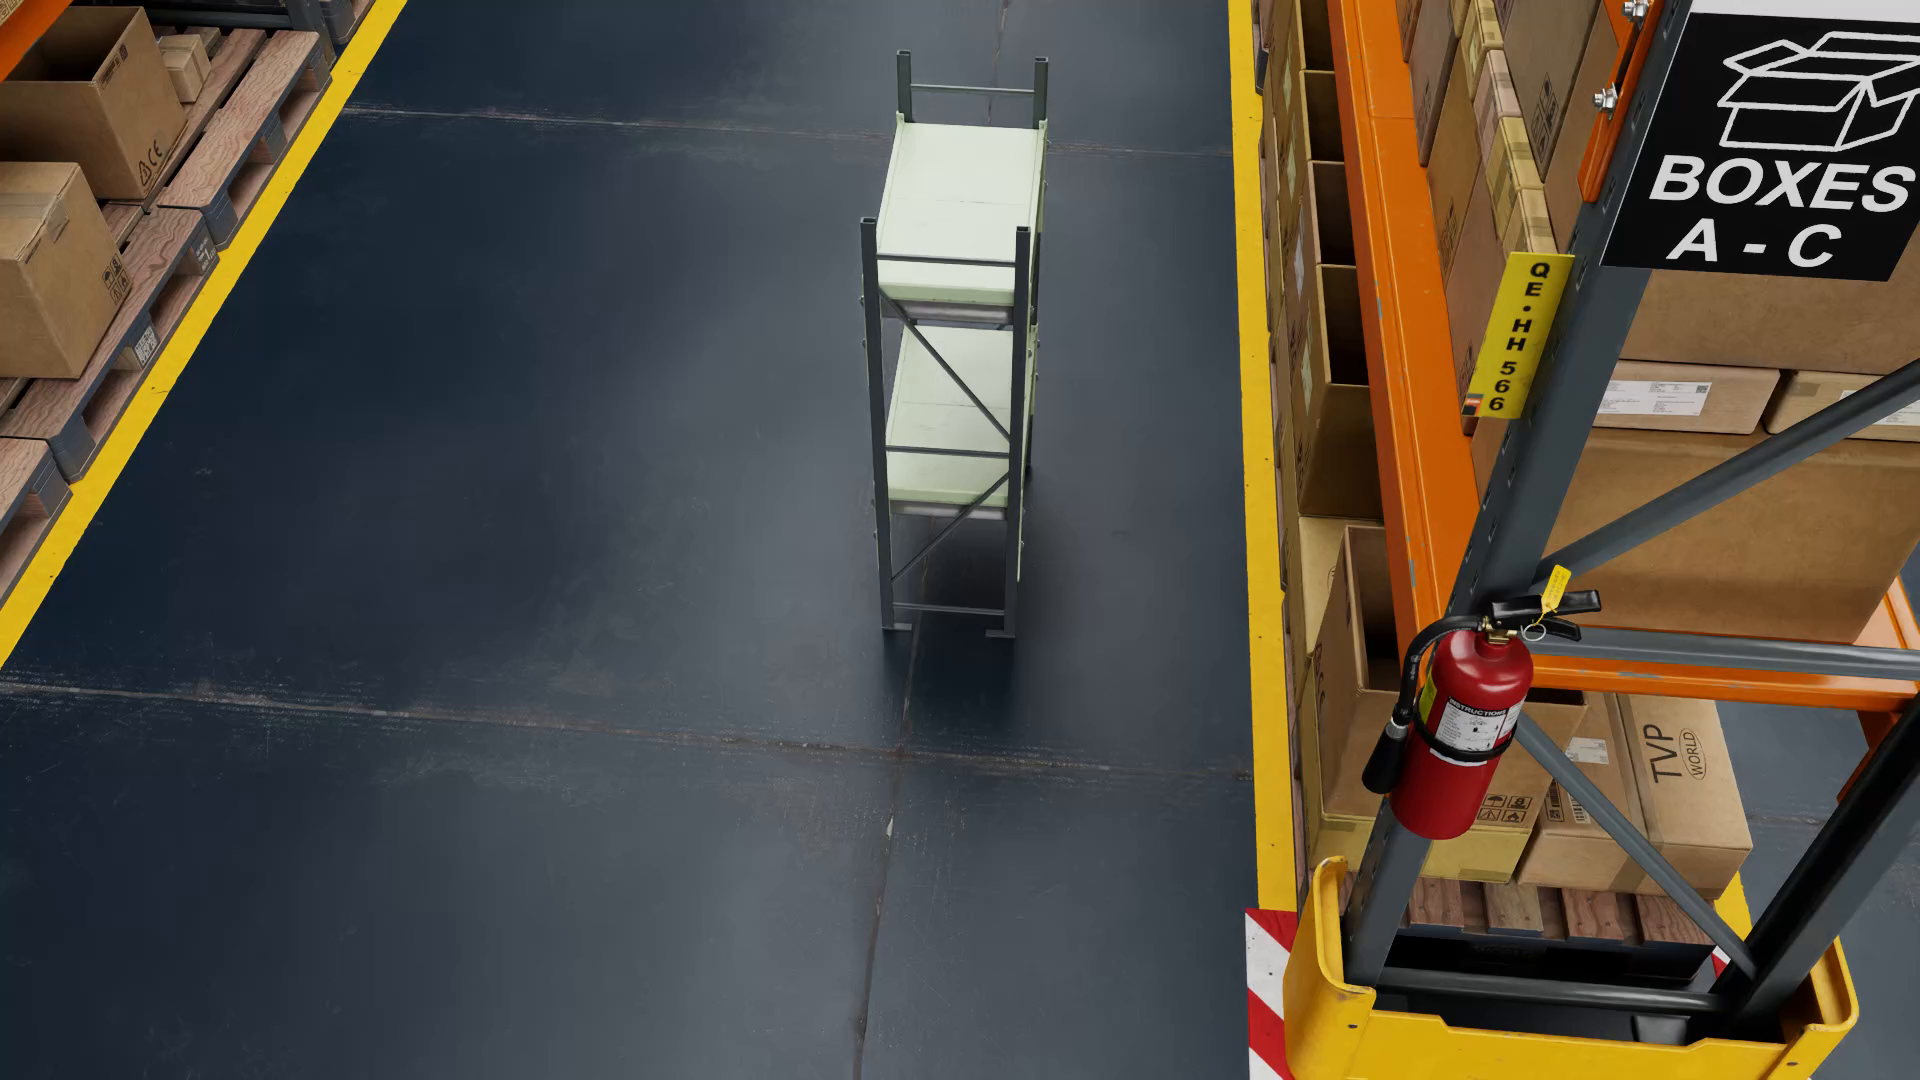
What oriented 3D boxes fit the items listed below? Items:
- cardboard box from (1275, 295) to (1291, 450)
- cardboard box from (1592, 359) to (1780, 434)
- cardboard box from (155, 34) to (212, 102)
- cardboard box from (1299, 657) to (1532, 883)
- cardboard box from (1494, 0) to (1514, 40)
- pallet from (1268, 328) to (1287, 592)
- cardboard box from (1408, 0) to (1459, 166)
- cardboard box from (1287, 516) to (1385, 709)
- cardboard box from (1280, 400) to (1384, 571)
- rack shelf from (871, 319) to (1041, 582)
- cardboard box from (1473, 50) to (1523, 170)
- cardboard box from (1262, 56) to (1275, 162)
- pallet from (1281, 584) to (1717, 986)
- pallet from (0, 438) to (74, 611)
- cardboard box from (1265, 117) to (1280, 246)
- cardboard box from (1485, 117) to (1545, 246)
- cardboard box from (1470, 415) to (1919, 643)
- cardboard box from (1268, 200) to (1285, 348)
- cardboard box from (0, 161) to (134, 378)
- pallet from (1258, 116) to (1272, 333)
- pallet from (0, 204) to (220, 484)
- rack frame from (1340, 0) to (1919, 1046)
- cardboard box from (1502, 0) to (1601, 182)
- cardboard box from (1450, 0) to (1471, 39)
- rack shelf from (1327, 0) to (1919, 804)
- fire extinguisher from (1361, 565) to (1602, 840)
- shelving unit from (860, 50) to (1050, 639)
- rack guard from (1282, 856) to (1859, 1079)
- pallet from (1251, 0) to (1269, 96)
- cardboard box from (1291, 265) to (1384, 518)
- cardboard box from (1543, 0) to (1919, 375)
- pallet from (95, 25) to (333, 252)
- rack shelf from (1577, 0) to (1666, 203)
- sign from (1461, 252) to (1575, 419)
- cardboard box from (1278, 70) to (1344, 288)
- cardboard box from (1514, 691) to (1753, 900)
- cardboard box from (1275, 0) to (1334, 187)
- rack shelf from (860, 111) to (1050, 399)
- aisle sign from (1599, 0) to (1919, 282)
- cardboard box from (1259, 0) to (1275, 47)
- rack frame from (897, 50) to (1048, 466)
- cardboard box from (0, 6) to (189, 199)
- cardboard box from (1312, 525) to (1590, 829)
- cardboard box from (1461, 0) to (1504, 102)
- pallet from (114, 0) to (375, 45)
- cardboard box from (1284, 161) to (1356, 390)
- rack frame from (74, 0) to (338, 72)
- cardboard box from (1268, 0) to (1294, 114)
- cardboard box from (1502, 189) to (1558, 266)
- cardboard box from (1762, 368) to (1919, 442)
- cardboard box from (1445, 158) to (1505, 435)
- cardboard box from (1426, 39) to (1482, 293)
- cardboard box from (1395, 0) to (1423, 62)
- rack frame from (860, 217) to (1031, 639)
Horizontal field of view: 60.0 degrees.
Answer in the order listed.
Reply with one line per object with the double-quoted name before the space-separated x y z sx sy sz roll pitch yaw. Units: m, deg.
"cardboard box" 1.275 -0.522 5.273 0.500 0.250 0.500 4 48 4
"cardboard box" 1.240 -0.337 3.018 0.380 0.149 0.250 3 48 3
"cardboard box" -3.192 -1.858 6.538 0.380 0.166 0.250 -2 48 -2
"cardboard box" 1.150 0.581 4.264 0.500 0.250 0.500 4 48 4
"cardboard box" 1.543 -1.401 3.552 0.700 0.500 0.500 4 48 4
"pallet" 1.537 -0.309 5.389 1.003 0.211 1.213 4 48 4
"cardboard box" 1.589 -1.305 4.343 0.700 0.500 0.500 5 48 5
"cardboard box" 1.184 0.213 4.601 0.500 0.250 0.500 4 48 4
"cardboard box" 1.227 -0.154 4.937 0.500 0.250 0.500 4 48 4
"rack shelf" -0.001 -0.281 4.933 0.431 0.370 0.720 4 48 4
"cardboard box" 1.311 -0.902 3.535 0.380 0.149 0.250 4 48 4
"cardboard box" 1.416 -1.624 6.281 0.500 0.250 0.500 4 48 4
"pallet" 1.423 0.585 4.571 1.003 0.211 1.213 4 48 4
"pallet" -3.422 0.169 4.952 1.003 0.211 1.213 4 48 4
"cardboard box" 1.365 -1.256 5.945 0.500 0.250 0.500 4 48 4
"cardboard box" 1.286 -0.717 3.366 0.380 0.149 0.250 3 48 3
"cardboard box" 1.451 -0.167 3.302 0.700 0.500 0.500 4 48 4
"cardboard box" 1.314 -0.889 5.609 0.500 0.250 0.500 4 48 4
"cardboard box" -3.217 -0.883 5.421 0.700 0.500 0.500 1 48 1
"pallet" 1.646 -1.208 6.211 1.003 0.211 1.213 4 48 4
"pallet" -3.308 -0.725 5.770 1.003 0.211 1.213 4 48 4
"rack frame" 1.395 0.209 3.026 1.000 3.000 0.127 4 48 4
"cardboard box" 1.498 -1.030 3.213 0.700 0.500 0.500 3 48 3
"cardboard box" 1.357 -1.289 3.889 0.380 0.149 0.250 5 48 5
"rack shelf" 1.578 -1.018 4.636 1.077 0.370 4.000 4 48 4
"fire extinguisher" 0.922 0.291 3.004 0.296 0.674 0.183 4 48 4
"shelving unit" -0.001 -0.501 4.692 0.431 1.500 0.755 4 48 4
"rack guard" 1.393 1.070 3.932 1.175 0.500 0.348 4 48 4
"pallet" 1.788 -2.333 7.241 1.003 0.211 1.213 4 48 4
"cardboard box" 1.224 -0.408 4.661 0.500 0.500 0.500 4 48 4
"cardboard box" 1.455 -0.644 2.859 0.700 0.500 0.500 4 48 4
"pallet" -3.199 -1.624 6.592 1.003 0.211 1.213 4 48 4
"rack shelf" 1.578 -2.030 3.529 1.077 0.370 4.000 4 48 4
"sign" 0.856 -0.308 2.554 0.100 0.325 0.005 4 48 4
"cardboard box" 1.315 -1.142 5.333 0.500 0.500 0.500 4 48 4
"cardboard box" 1.666 0.616 4.232 0.500 0.250 0.500 4 48 4
"cardboard box" 1.368 -1.509 5.668 0.500 0.500 0.500 4 48 4
"rack shelf" -0.001 -0.765 4.404 0.431 0.370 0.720 4 48 4
"aisle sign" 1.097 -0.640 2.041 0.394 0.787 0.004 4 48 4
"cardboard box" 1.509 -2.268 6.871 0.500 0.250 0.500 3 48 3
"rack frame" 0.033 -0.770 4.938 0.400 1.500 0.023 4 48 4
"cardboard box" -3.228 -1.600 6.077 0.500 0.500 0.500 1 48 1
"cardboard box" 1.148 0.328 3.988 0.500 0.500 0.500 4 48 4
"cardboard box" 1.335 -1.095 3.712 0.380 0.149 0.250 5 48 5
"pallet" -3.104 -2.692 7.569 1.003 0.211 1.213 4 48 4
"cardboard box" 1.271 -0.775 4.997 0.500 0.500 0.500 4 48 4
"rack frame" -3.173 -3.061 6.017 1.000 3.000 0.127 4 48 4
"cardboard box" 1.406 -1.877 6.005 0.500 0.500 0.500 4 48 4
"cardboard box" 1.263 -0.530 3.194 0.380 0.149 0.250 5 48 5
"cardboard box" 1.646 -0.317 3.000 0.380 0.149 0.250 4 48 3
"cardboard box" 1.494 -0.553 3.655 0.700 0.500 0.500 5 48 5
"cardboard box" 1.545 -0.918 3.989 0.700 0.500 0.500 4 48 4
"cardboard box" 1.635 -1.681 4.687 0.700 0.500 0.500 5 48 4
"rack frame" -0.034 -0.232 4.446 0.400 1.500 0.023 4 48 4
